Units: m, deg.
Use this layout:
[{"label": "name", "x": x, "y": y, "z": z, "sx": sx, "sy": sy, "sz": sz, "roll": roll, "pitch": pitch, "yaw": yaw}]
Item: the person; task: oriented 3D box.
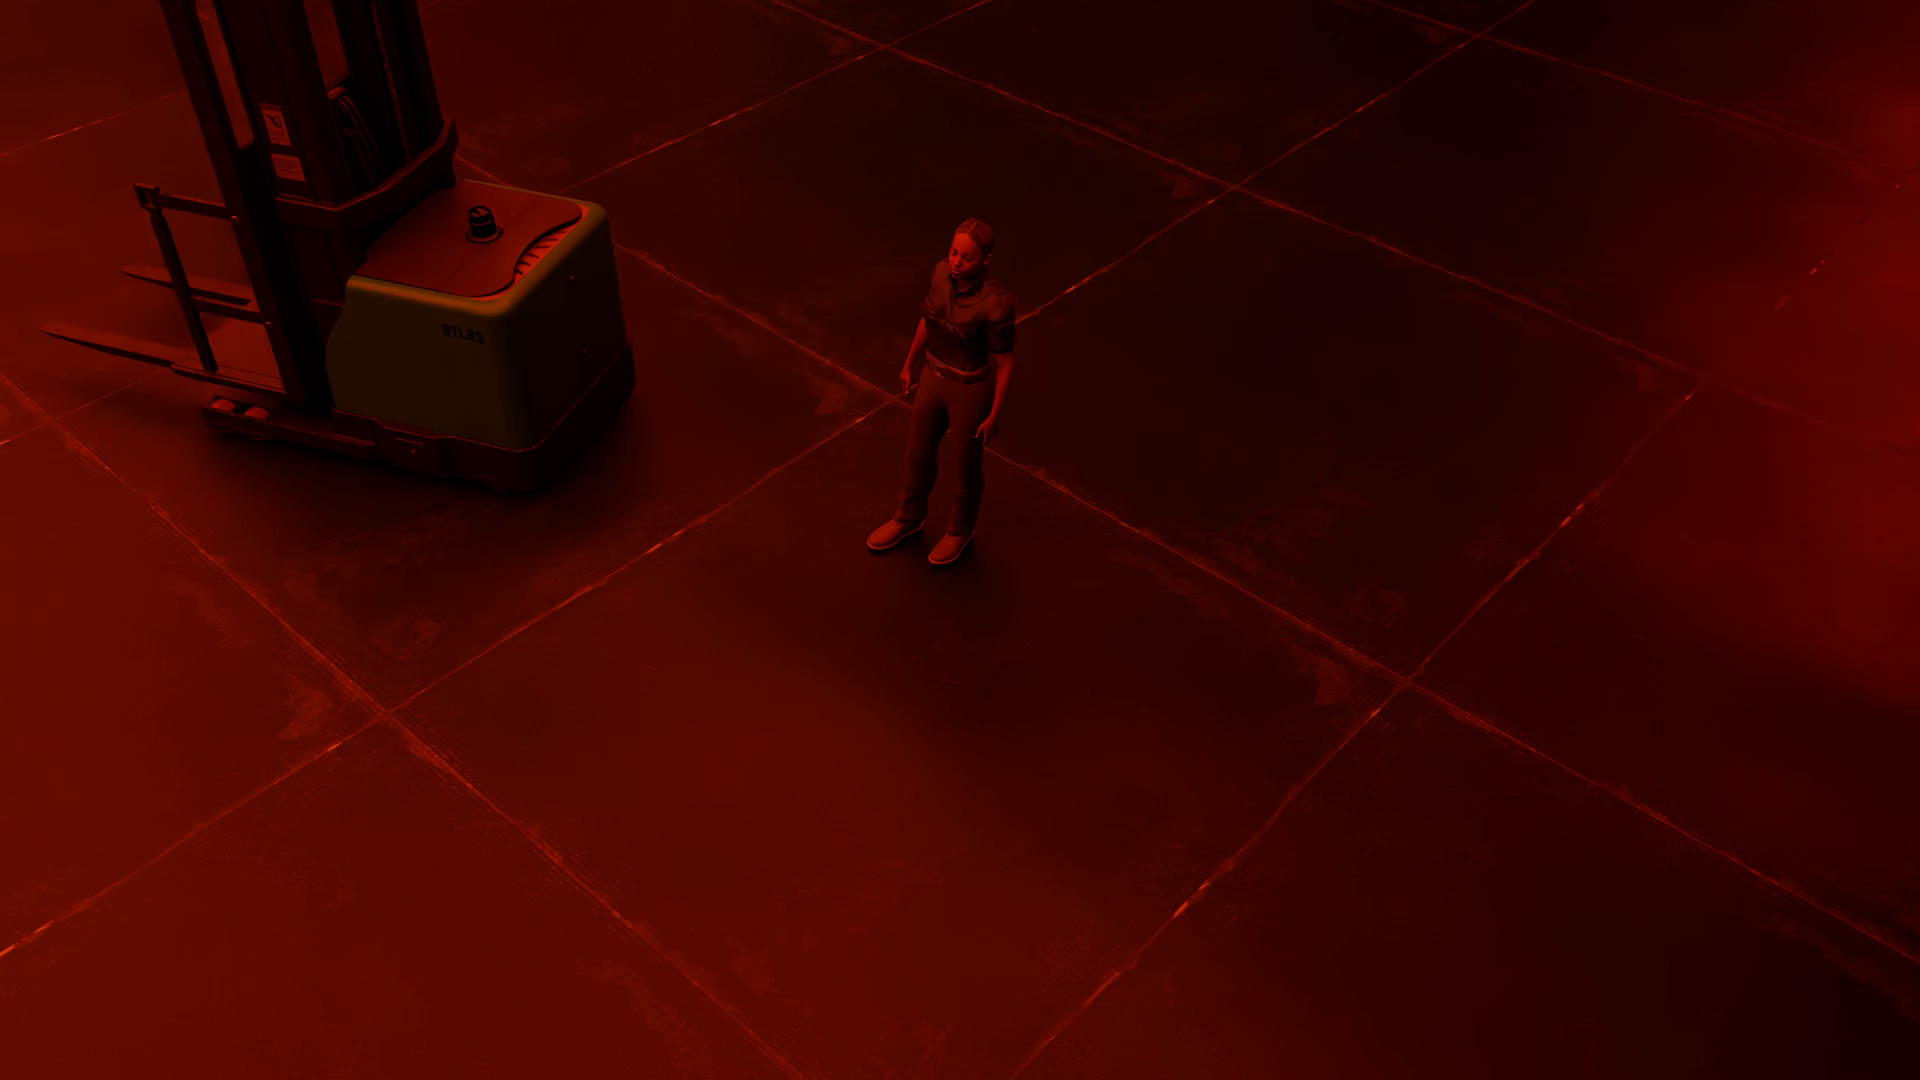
[{"label": "person", "x": -0.074, "y": -0.600, "z": 7.097, "sx": 0.569, "sy": 1.654, "sz": 0.504, "roll": 31, "pitch": 49, "yaw": 31}]

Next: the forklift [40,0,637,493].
[{"label": "forklift", "x": -3.230, "y": -1.916, "z": 7.661, "sx": 3.031, "sy": 2.935, "sz": 1.130, "roll": 13, "pitch": 42, "yaw": 15}]
